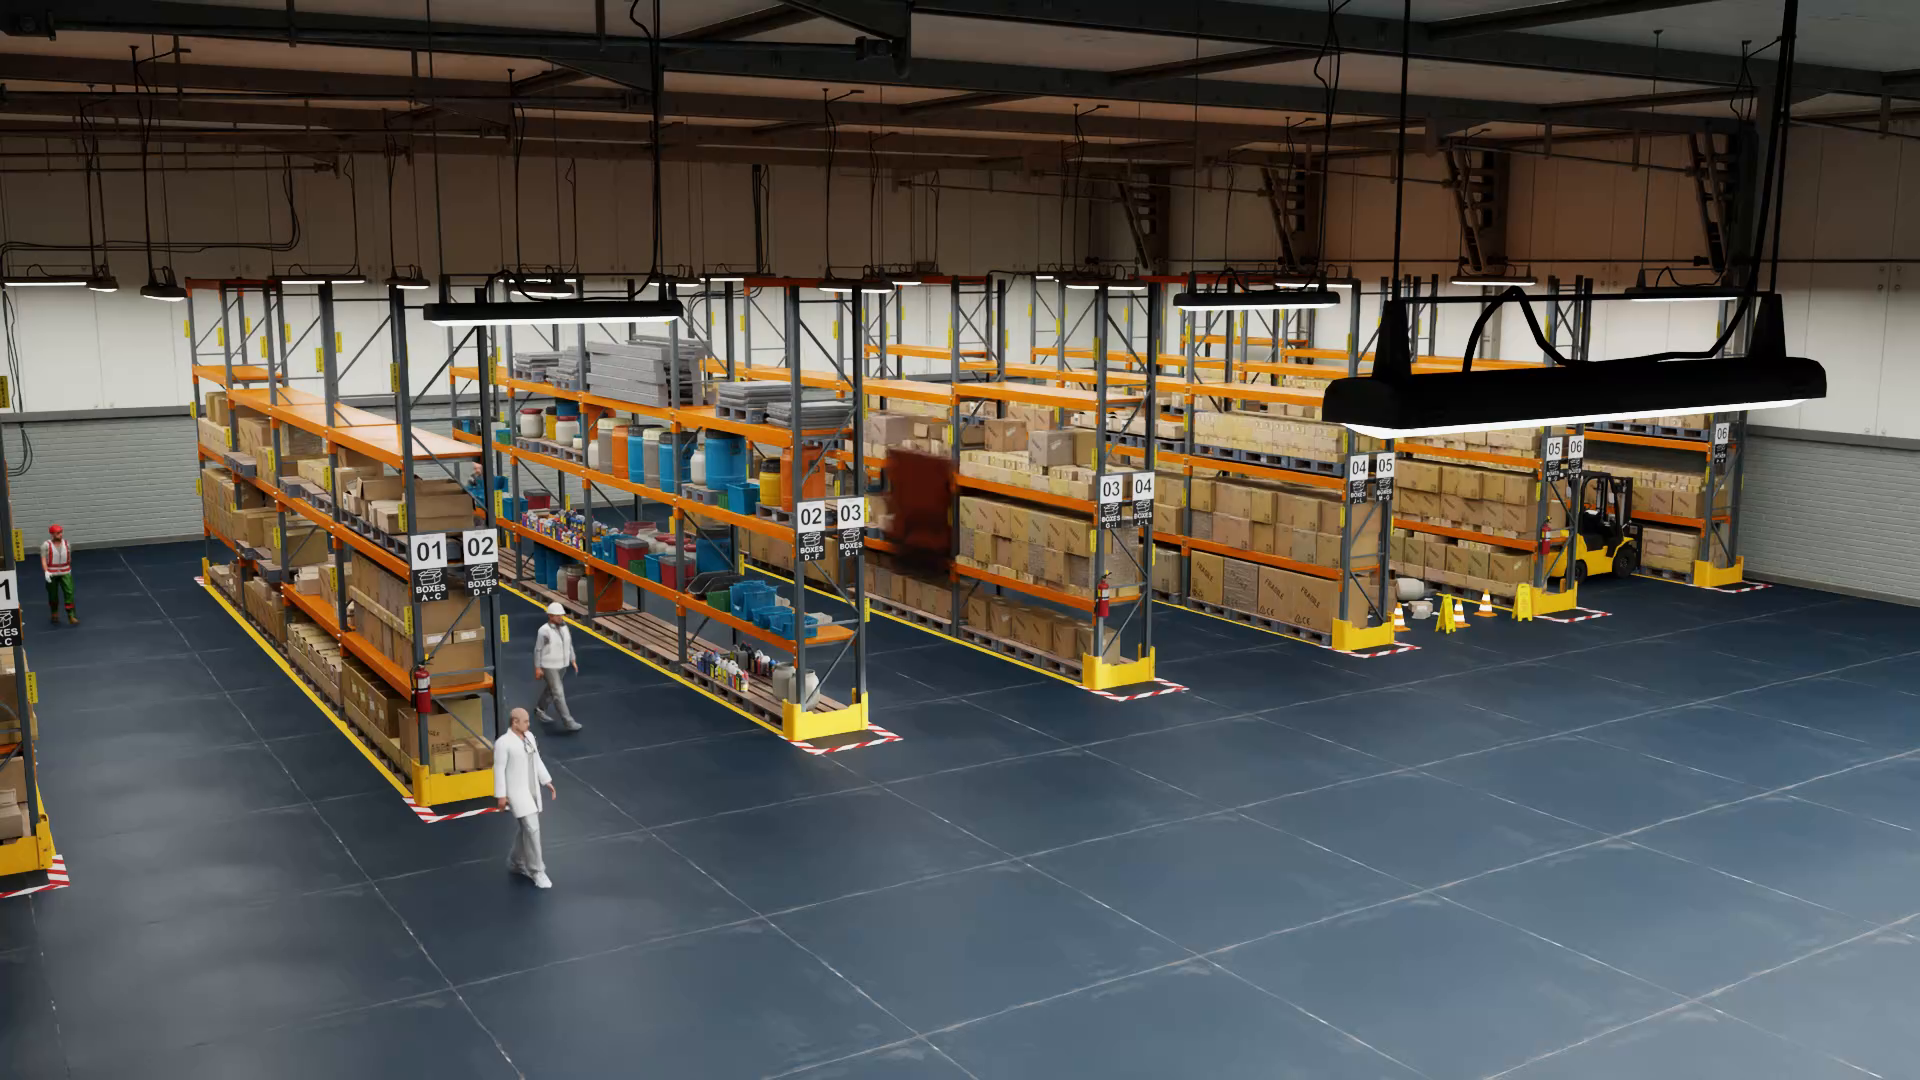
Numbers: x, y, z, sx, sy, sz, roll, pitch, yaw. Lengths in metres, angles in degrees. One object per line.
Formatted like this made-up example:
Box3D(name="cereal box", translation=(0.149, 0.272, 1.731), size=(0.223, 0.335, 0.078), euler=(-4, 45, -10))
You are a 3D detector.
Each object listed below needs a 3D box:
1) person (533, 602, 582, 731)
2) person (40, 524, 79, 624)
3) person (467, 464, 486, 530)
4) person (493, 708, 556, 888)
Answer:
Box3D(name="person", translation=(-5.458, 1.694, 22.611), size=(1.053, 1.712, 0.556), euler=(5, 11, 25))
Box3D(name="person", translation=(-15.792, 0.590, 29.118), size=(0.518, 1.729, 1.055), euler=(-7, 12, -37))
Box3D(name="person", translation=(-11.085, -0.940, 38.487), size=(1.084, 1.654, 0.577), euler=(9, 13, 42))
Box3D(name="person", translation=(-4.439, 2.632, 17.122), size=(0.699, 1.818, 0.612), euler=(3, 10, 20))
